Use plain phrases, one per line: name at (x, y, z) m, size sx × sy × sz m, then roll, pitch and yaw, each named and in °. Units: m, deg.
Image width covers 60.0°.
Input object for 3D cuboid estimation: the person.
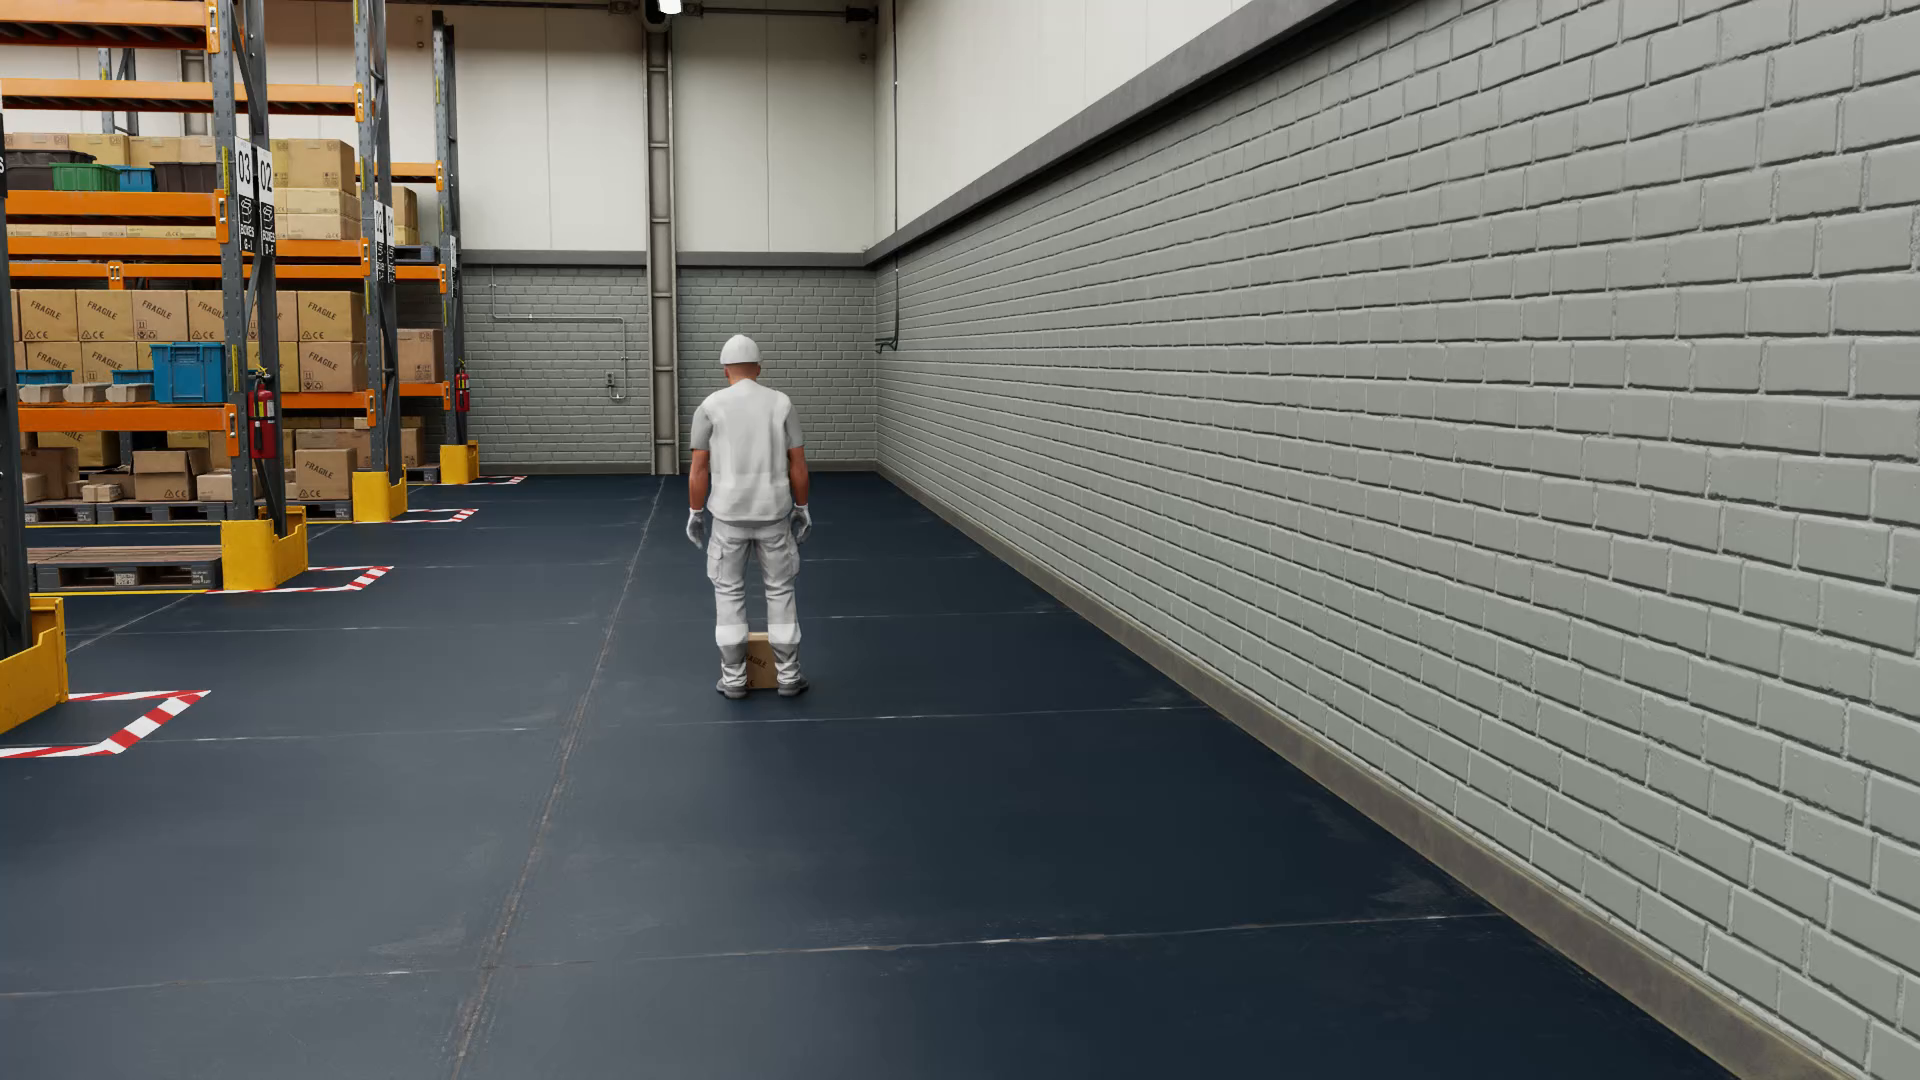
person at (-1.038, -0.118, 8.194) m, size 0.617 × 1.778 × 0.453 m, roll -1°, pitch 7°, yaw -12°
